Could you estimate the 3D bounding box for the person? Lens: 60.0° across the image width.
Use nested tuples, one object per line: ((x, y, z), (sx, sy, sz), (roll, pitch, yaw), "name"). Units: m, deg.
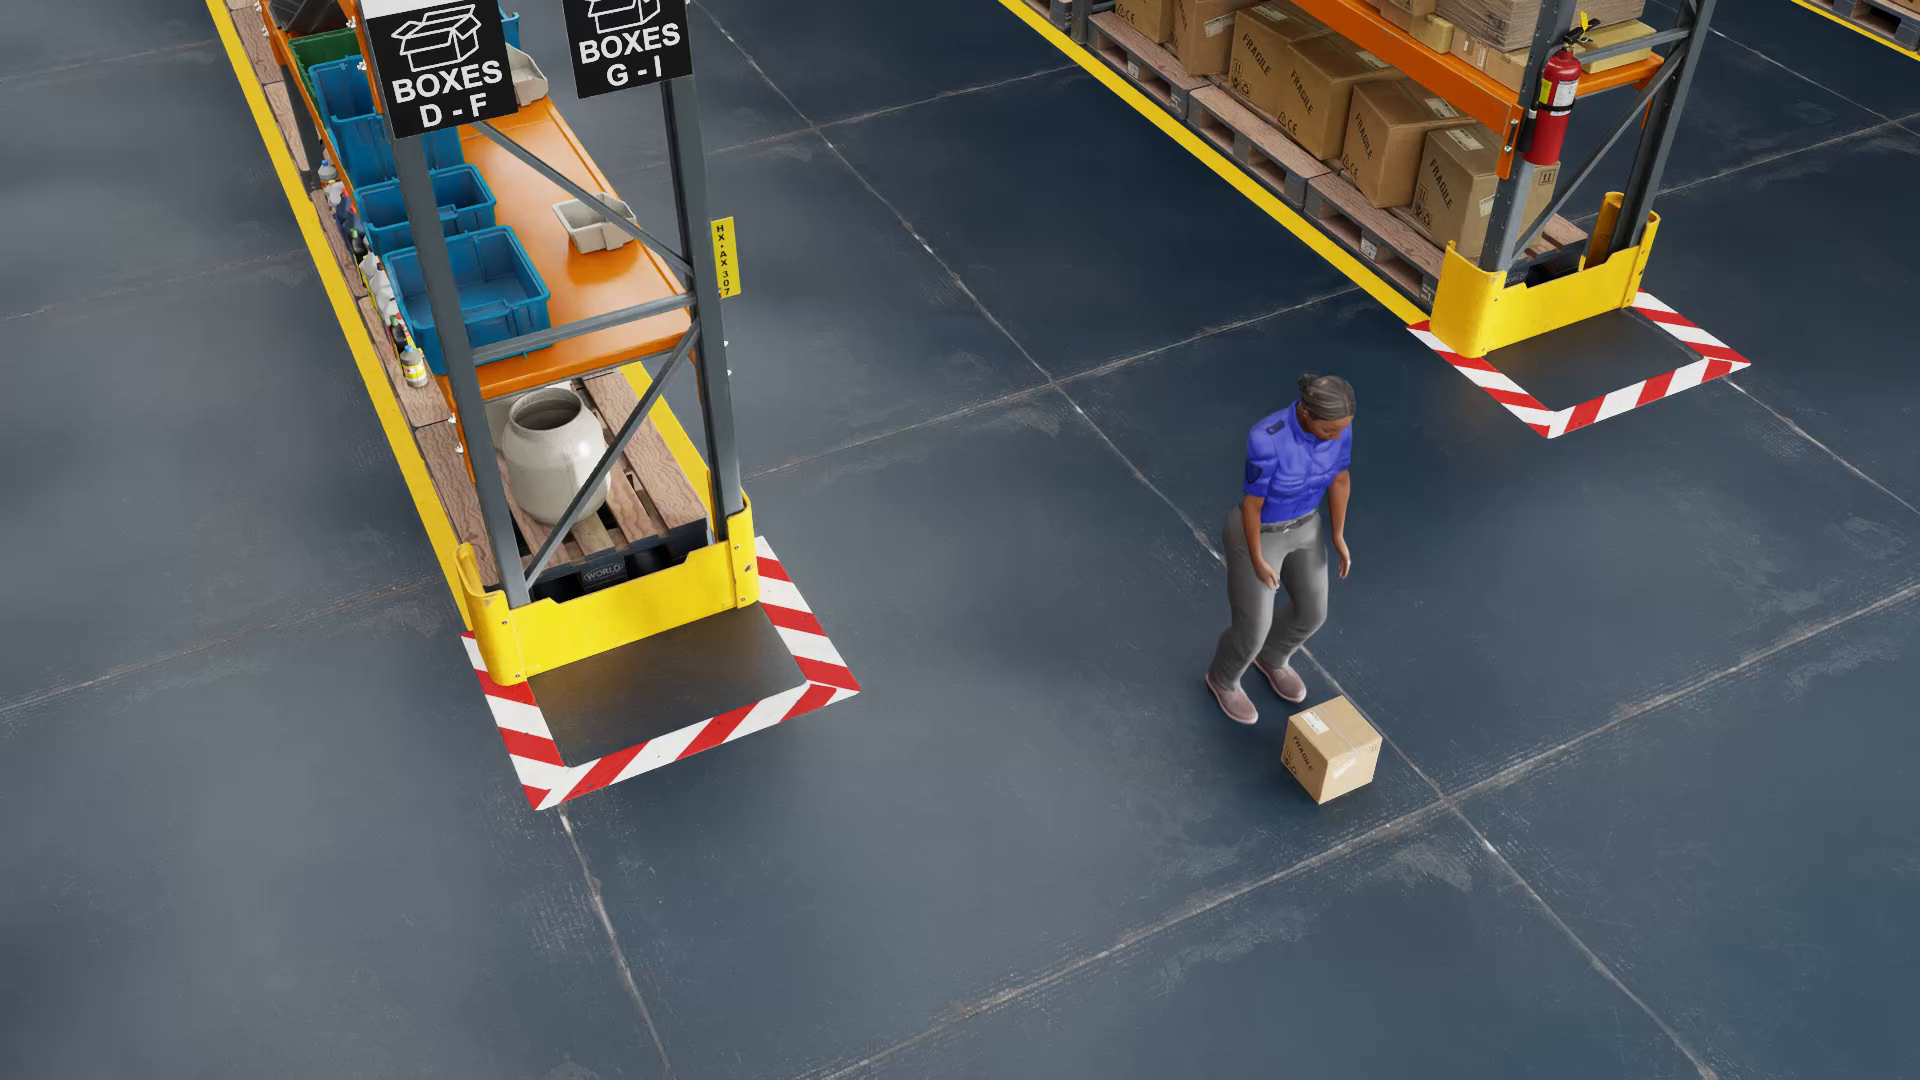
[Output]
((1.219, 0.001, 6.217), (0.461, 1.600, 0.392), (-18, 45, -19), "person")
